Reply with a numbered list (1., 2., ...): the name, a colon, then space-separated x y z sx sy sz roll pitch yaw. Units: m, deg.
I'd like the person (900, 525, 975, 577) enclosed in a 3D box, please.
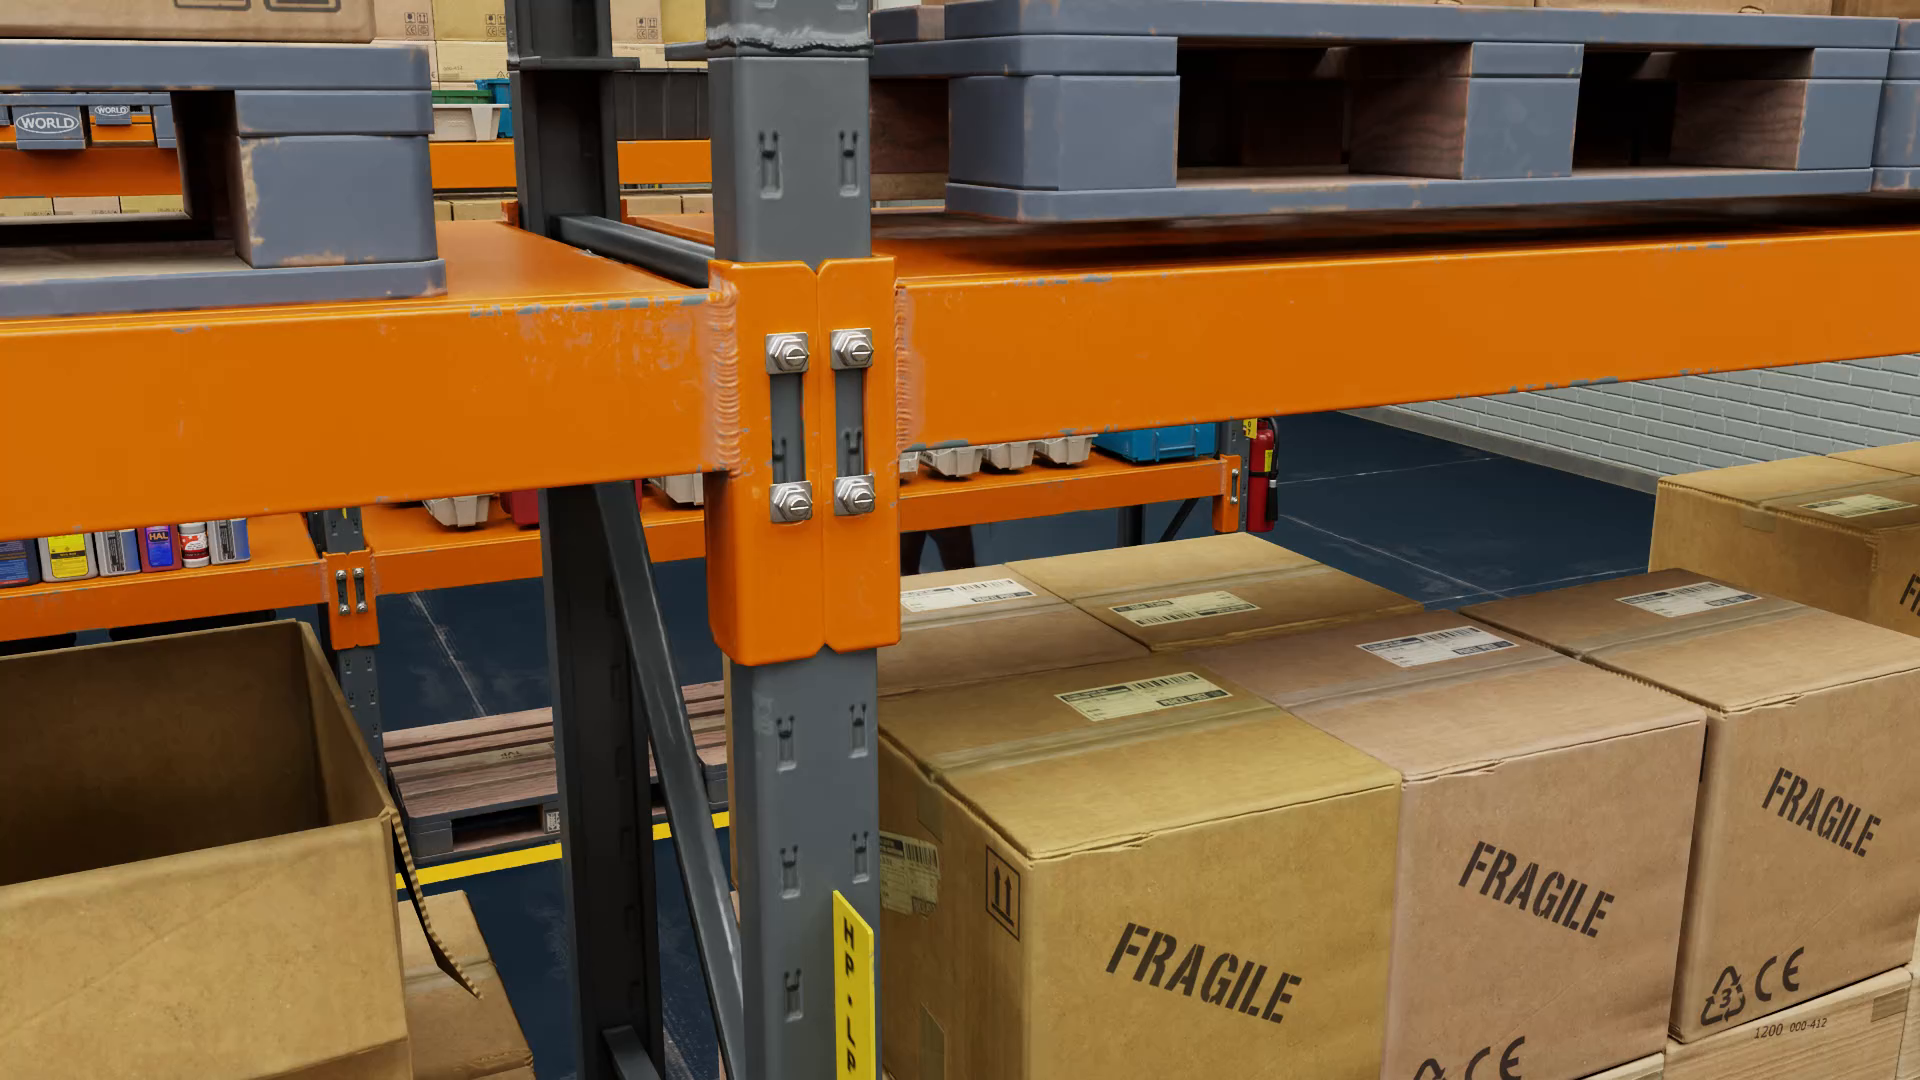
1. person: -0.179 -0.144 8.759 0.672 1.665 0.872 4 16 16
